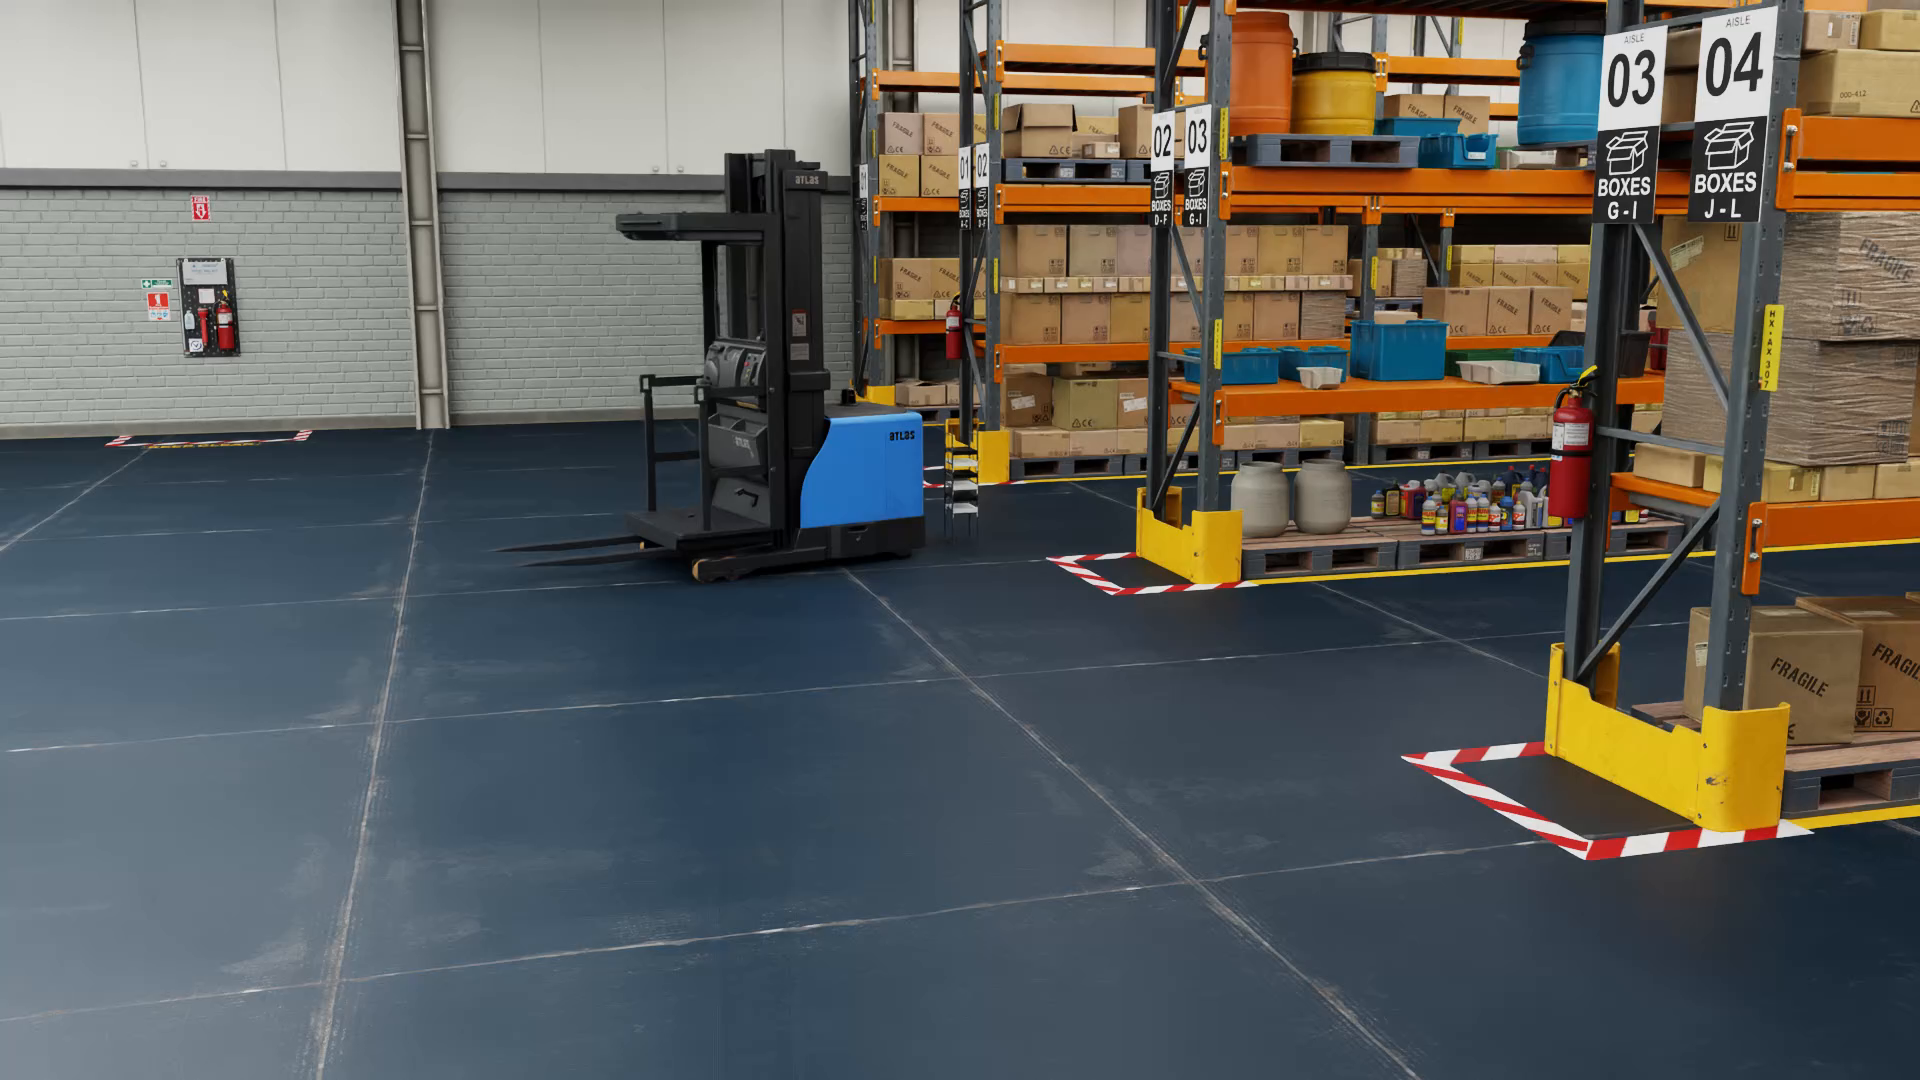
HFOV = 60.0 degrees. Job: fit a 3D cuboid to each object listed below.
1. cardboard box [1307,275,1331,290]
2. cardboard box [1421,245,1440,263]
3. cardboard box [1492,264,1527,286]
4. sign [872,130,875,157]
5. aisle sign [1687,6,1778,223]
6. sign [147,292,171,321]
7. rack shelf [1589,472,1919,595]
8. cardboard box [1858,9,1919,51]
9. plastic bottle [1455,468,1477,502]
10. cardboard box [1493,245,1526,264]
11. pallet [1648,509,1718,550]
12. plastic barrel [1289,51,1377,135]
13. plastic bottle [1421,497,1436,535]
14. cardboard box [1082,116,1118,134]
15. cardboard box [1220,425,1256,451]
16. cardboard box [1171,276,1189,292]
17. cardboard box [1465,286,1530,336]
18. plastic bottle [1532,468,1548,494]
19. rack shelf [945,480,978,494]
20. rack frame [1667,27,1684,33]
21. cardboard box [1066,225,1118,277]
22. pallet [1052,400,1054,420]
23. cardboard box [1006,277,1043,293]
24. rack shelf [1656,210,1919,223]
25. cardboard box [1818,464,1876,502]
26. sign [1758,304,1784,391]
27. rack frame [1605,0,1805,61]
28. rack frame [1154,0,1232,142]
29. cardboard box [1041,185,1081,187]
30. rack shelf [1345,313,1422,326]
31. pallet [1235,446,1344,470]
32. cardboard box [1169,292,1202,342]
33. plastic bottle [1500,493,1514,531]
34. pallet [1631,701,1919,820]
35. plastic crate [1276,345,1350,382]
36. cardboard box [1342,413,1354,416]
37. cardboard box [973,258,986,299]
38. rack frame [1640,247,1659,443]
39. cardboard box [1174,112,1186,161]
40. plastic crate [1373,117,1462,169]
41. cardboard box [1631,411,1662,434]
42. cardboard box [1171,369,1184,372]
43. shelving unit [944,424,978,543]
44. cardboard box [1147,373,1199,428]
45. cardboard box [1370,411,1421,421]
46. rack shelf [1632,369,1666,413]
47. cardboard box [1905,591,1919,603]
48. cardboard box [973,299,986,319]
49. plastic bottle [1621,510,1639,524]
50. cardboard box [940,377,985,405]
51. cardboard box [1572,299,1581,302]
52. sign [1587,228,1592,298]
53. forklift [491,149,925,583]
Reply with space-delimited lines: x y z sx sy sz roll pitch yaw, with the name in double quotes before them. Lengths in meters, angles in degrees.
"cardboard box" 3.591 -2.635 17.008 0.250 0.149 0.380 -3 11 -17
"cardboard box" 6.845 -4.036 23.459 0.500 0.250 0.500 -3 11 -14
"cardboard box" 7.526 -3.604 23.184 0.500 0.500 0.500 -3 11 -14
"sign" -1.047 -4.799 20.133 0.005 0.325 0.100 -3 11 -16
"aisle sign" 2.979 -1.629 6.428 0.004 0.787 0.394 -3 11 -16
"sign" -9.472 -2.760 19.655 0.234 0.329 0.001 -3 11 -16
"rack shelf" 4.875 -0.153 7.579 4.000 0.370 1.077 -3 11 -16
"cardboard box" 3.560 -1.973 6.507 0.250 0.149 0.380 -3 11 -15
"plastic bottle" 3.931 -0.383 12.942 0.185 0.351 0.144 -3 11 -16
"cardboard box" 7.506 -3.973 23.119 0.500 0.250 0.500 -3 11 -17
"pallet" 6.154 -0.144 13.245 1.213 0.211 1.003 -3 11 -16
"plastic barrel" 2.629 -3.121 11.748 0.600 0.588 0.600 0 10 0
"plastic bottle" 3.398 -0.179 12.052 0.097 0.271 0.097 0 10 0
"cardboard box" 1.710 -5.115 21.167 0.500 0.500 0.500 -2 11 -13
"cardboard box" 2.687 -1.071 17.016 0.500 0.250 0.500 -3 11 -16
"cardboard box" 2.102 -2.556 16.578 0.250 0.149 0.380 -3 11 -15
"cardboard box" 5.759 -2.467 17.888 0.500 0.500 0.500 -3 11 -16
"plastic bottle" 4.560 -0.389 12.974 0.185 0.351 0.144 -3 11 -16
"rack shelf" 0.008 -0.410 12.973 0.200 0.077 0.258 -3 11 -16
"rack frame" 10.323 -6.546 23.751 0.127 3.000 1.000 -3 11 -16
"cardboard box" 1.195 -2.867 16.473 0.500 0.500 0.700 -3 11 -17
"pallet" 0.833 -1.717 21.791 1.213 0.211 1.003 -3 11 -16
"cardboard box" 0.626 -2.478 16.156 0.250 0.149 0.380 -3 11 -16
"rack shelf" 12.243 -4.819 24.638 4.000 0.370 1.077 -3 11 -16
"cardboard box" 3.540 -0.264 6.891 0.250 0.149 0.380 -3 11 -16
"sign" 3.107 -0.737 6.373 0.005 0.325 0.100 -3 11 -16
"rack frame" 2.955 -3.356 6.421 0.127 3.000 1.000 -3 11 -16
"rack frame" 1.570 -4.217 11.098 0.127 3.000 1.000 -3 11 -16
"cardboard box" 1.215 -4.599 21.126 0.500 0.500 0.500 -3 11 -18
"rack shelf" 4.562 -2.938 22.710 4.000 0.370 1.077 -3 11 -16
"pallet" 3.255 -0.926 17.492 1.213 0.211 1.003 -3 11 -16
"cardboard box" 2.127 -2.277 16.855 0.500 0.500 0.700 -3 11 -14
"plastic bottle" 4.018 -0.211 12.230 0.097 0.271 0.097 0 10 0
"pallet" 3.818 0.927 7.427 1.213 0.211 1.003 -3 11 -16
"plastic crate" 2.592 -1.303 12.248 0.408 0.251 0.499 -3 11 -16
"cardboard box" 4.339 -1.531 17.961 0.500 0.311 0.500 -3 11 -16
"cardboard box" 0.319 -3.314 21.050 0.500 0.500 0.500 -3 11 -18
"rack frame" 7.871 -2.533 18.518 0.127 3.000 1.000 -3 11 -16
"cardboard box" 2.414 -4.070 16.754 0.637 0.503 0.797 -2 11 -10
"plastic crate" 3.317 -2.883 12.179 0.575 0.384 0.392 -3 11 -16
"cardboard box" 7.434 -1.318 18.354 0.500 0.250 0.500 -3 11 -15
"cardboard box" 2.537 -1.534 17.455 0.500 0.500 0.500 -3 11 -16
"shelving unit" 0.008 -0.443 12.967 0.210 0.900 0.258 -3 11 -16
"cardboard box" 2.207 -1.415 16.810 0.500 0.500 0.500 -3 11 -16
"cardboard box" 4.496 -1.438 17.457 0.500 0.311 0.500 -3 11 -16
"rack shelf" 7.331 -1.216 13.355 4.000 0.370 1.077 -3 11 -16
"cardboard box" 4.730 0.524 7.659 0.500 0.500 0.500 -2 11 -11
"cardboard box" 0.344 -2.948 21.133 0.500 0.250 0.500 -3 11 -17
"plastic bottle" 5.041 -0.268 12.503 0.133 0.283 0.061 -2 11 -13
"cardboard box" 0.038 -1.931 21.461 0.500 0.311 0.500 -2 11 -11
"cardboard box" 8.587 -3.348 23.585 0.250 0.149 0.380 -3 11 -14
"sign" 2.819 -1.228 7.360 0.005 0.325 0.100 -3 11 -16
"forklift" -1.779 -1.253 11.757 3.031 2.935 1.130 -6 12 -32
